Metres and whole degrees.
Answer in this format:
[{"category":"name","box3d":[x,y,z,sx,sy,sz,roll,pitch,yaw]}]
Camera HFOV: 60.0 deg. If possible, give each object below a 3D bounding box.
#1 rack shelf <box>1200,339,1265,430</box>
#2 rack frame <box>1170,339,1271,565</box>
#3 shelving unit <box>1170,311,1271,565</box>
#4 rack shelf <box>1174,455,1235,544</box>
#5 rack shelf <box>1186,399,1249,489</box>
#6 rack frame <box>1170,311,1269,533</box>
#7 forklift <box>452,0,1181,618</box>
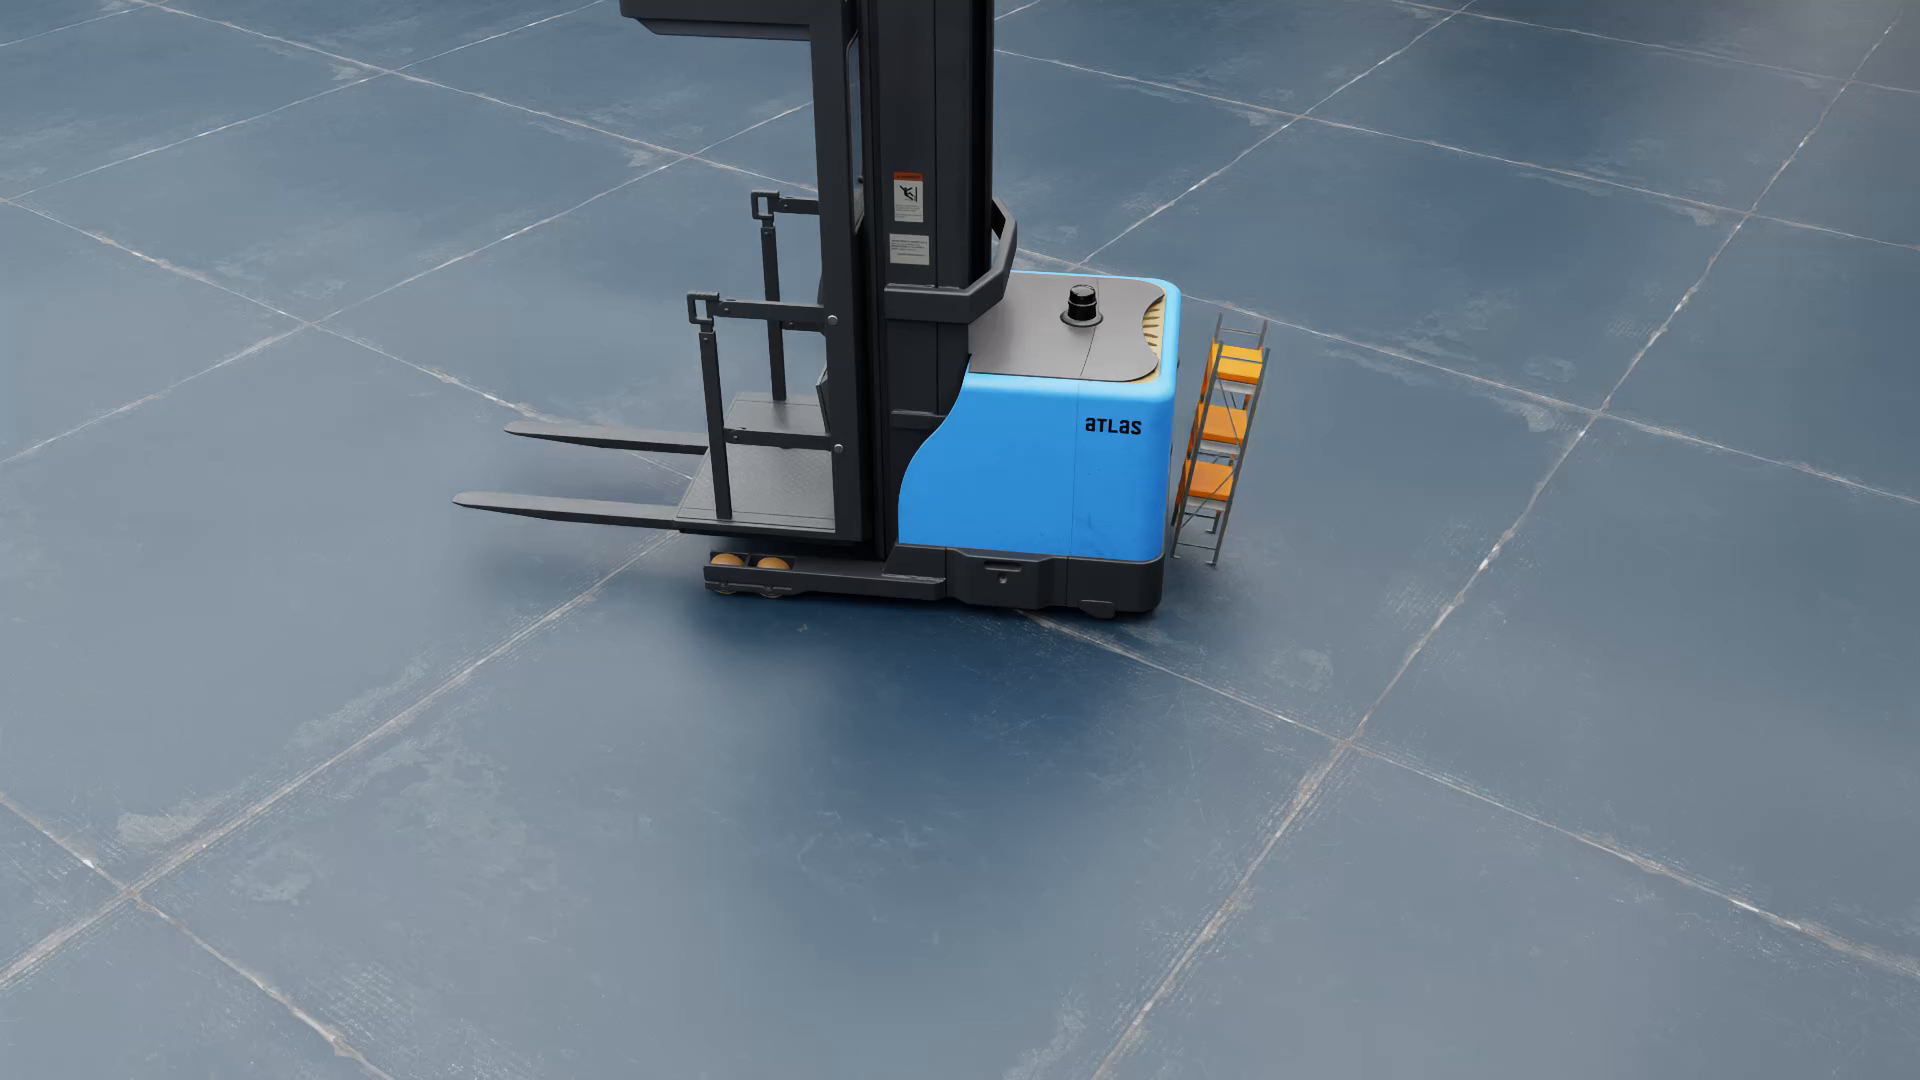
[{"category":"rack shelf","box3d":[1.101,-0.631,6.742,0.215,0.259,0.240,9,35,2]},{"category":"rack frame","box3d":[1.055,-0.340,6.798,0.200,1.050,0.008,9,35,2]},{"category":"shelving unit","box3d":[1.069,-0.408,6.898,0.215,1.050,0.252,9,35,2]},{"category":"rack shelf","box3d":[1.036,-0.173,7.062,0.215,0.259,0.240,9,35,2]},{"category":"rack shelf","box3d":[1.068,-0.400,6.904,0.215,0.259,0.240,9,35,2]},{"category":"rack frame","box3d":[1.084,-0.476,6.998,0.200,1.050,0.008,9,35,2]},{"category":"forklift","box3d":[-0.625,-1.263,6.501,3.031,2.935,1.130,4,34,7]}]
